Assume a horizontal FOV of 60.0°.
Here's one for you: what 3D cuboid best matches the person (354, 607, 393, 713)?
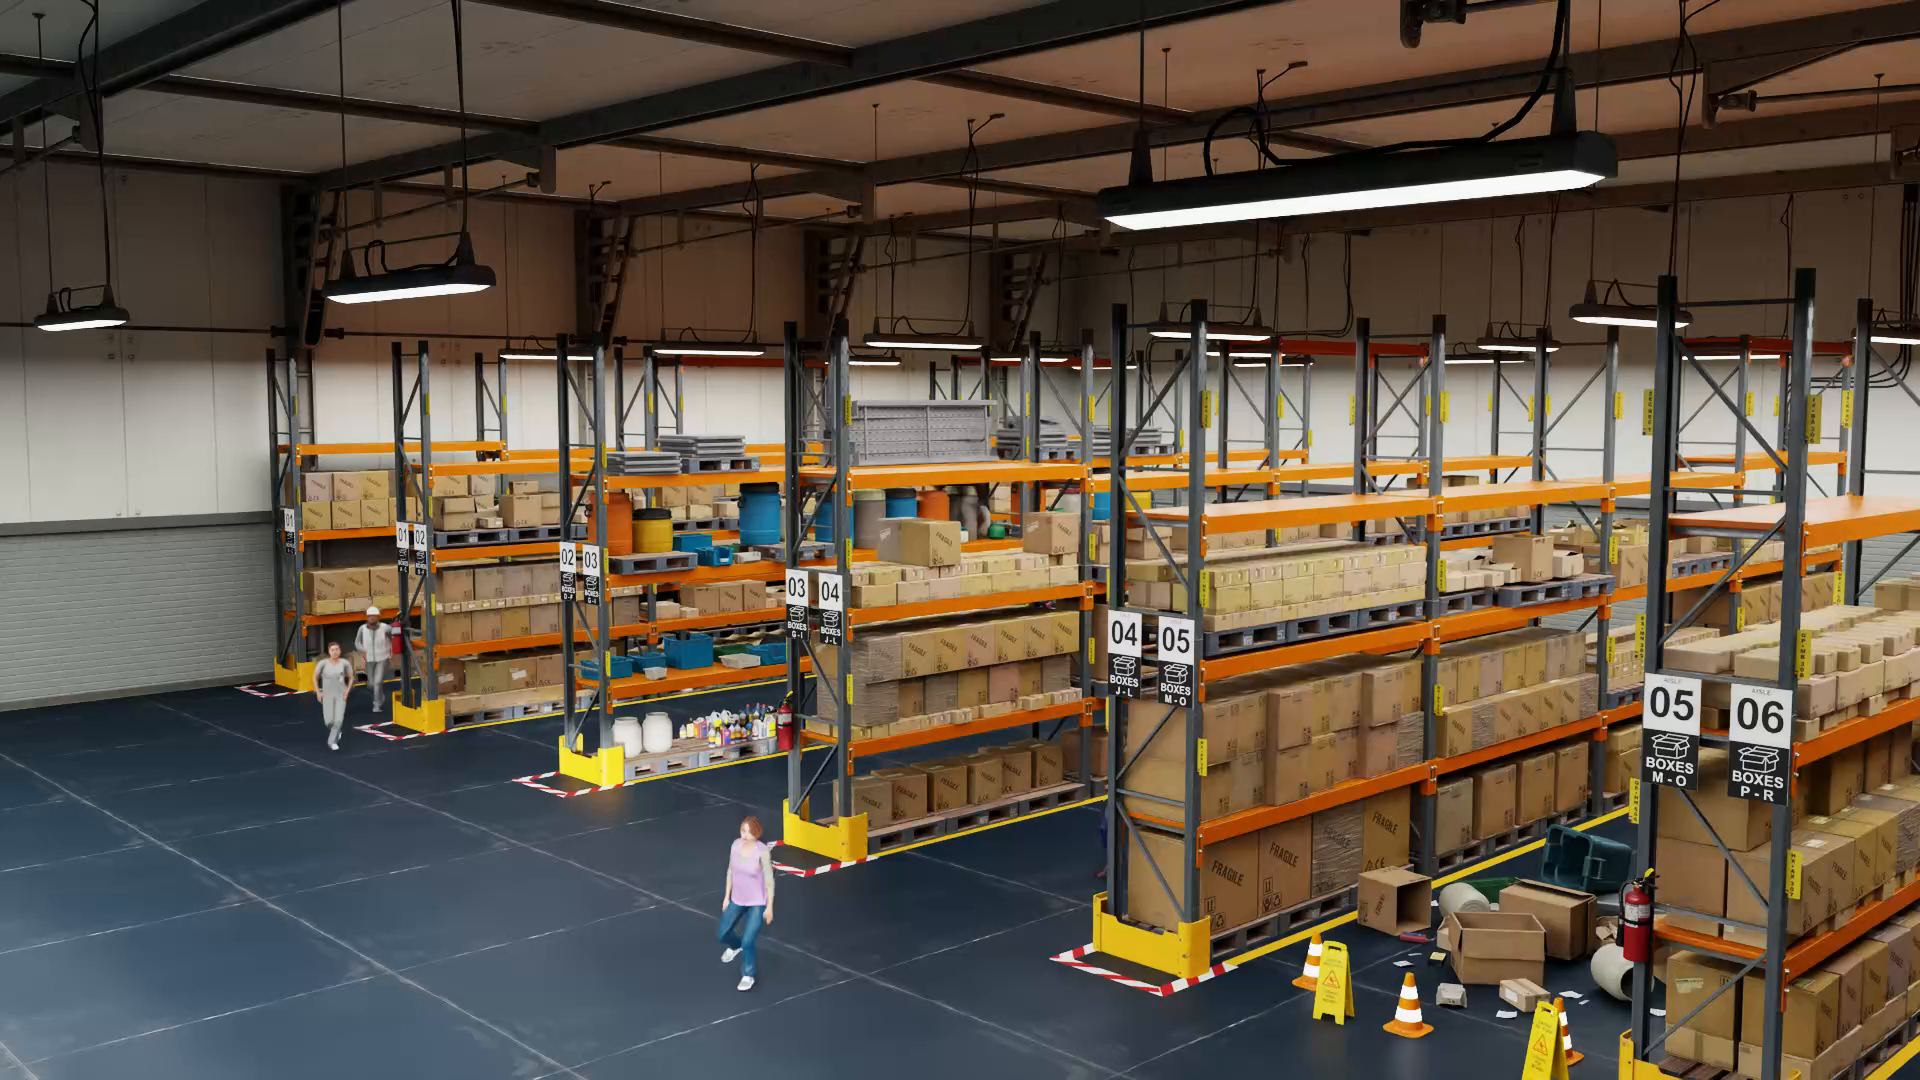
[{"bbox_3d":[-9.603,1.939,27.408,0.655,1.733,0.803,0,5,-4],"label":"person"}]

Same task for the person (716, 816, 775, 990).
[{"bbox_3d":[-1.880,3.128,14.559,0.671,1.536,0.502,2,5,22],"label":"person"}]

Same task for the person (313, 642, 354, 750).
[{"bbox_3d":[-9.150,2.266,24.309,0.568,1.596,0.552,-2,5,-21],"label":"person"}]

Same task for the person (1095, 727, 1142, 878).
[{"bbox_3d":[1.858,2.800,17.882,0.759,1.639,0.552,-4,7,-42],"label":"person"}]
